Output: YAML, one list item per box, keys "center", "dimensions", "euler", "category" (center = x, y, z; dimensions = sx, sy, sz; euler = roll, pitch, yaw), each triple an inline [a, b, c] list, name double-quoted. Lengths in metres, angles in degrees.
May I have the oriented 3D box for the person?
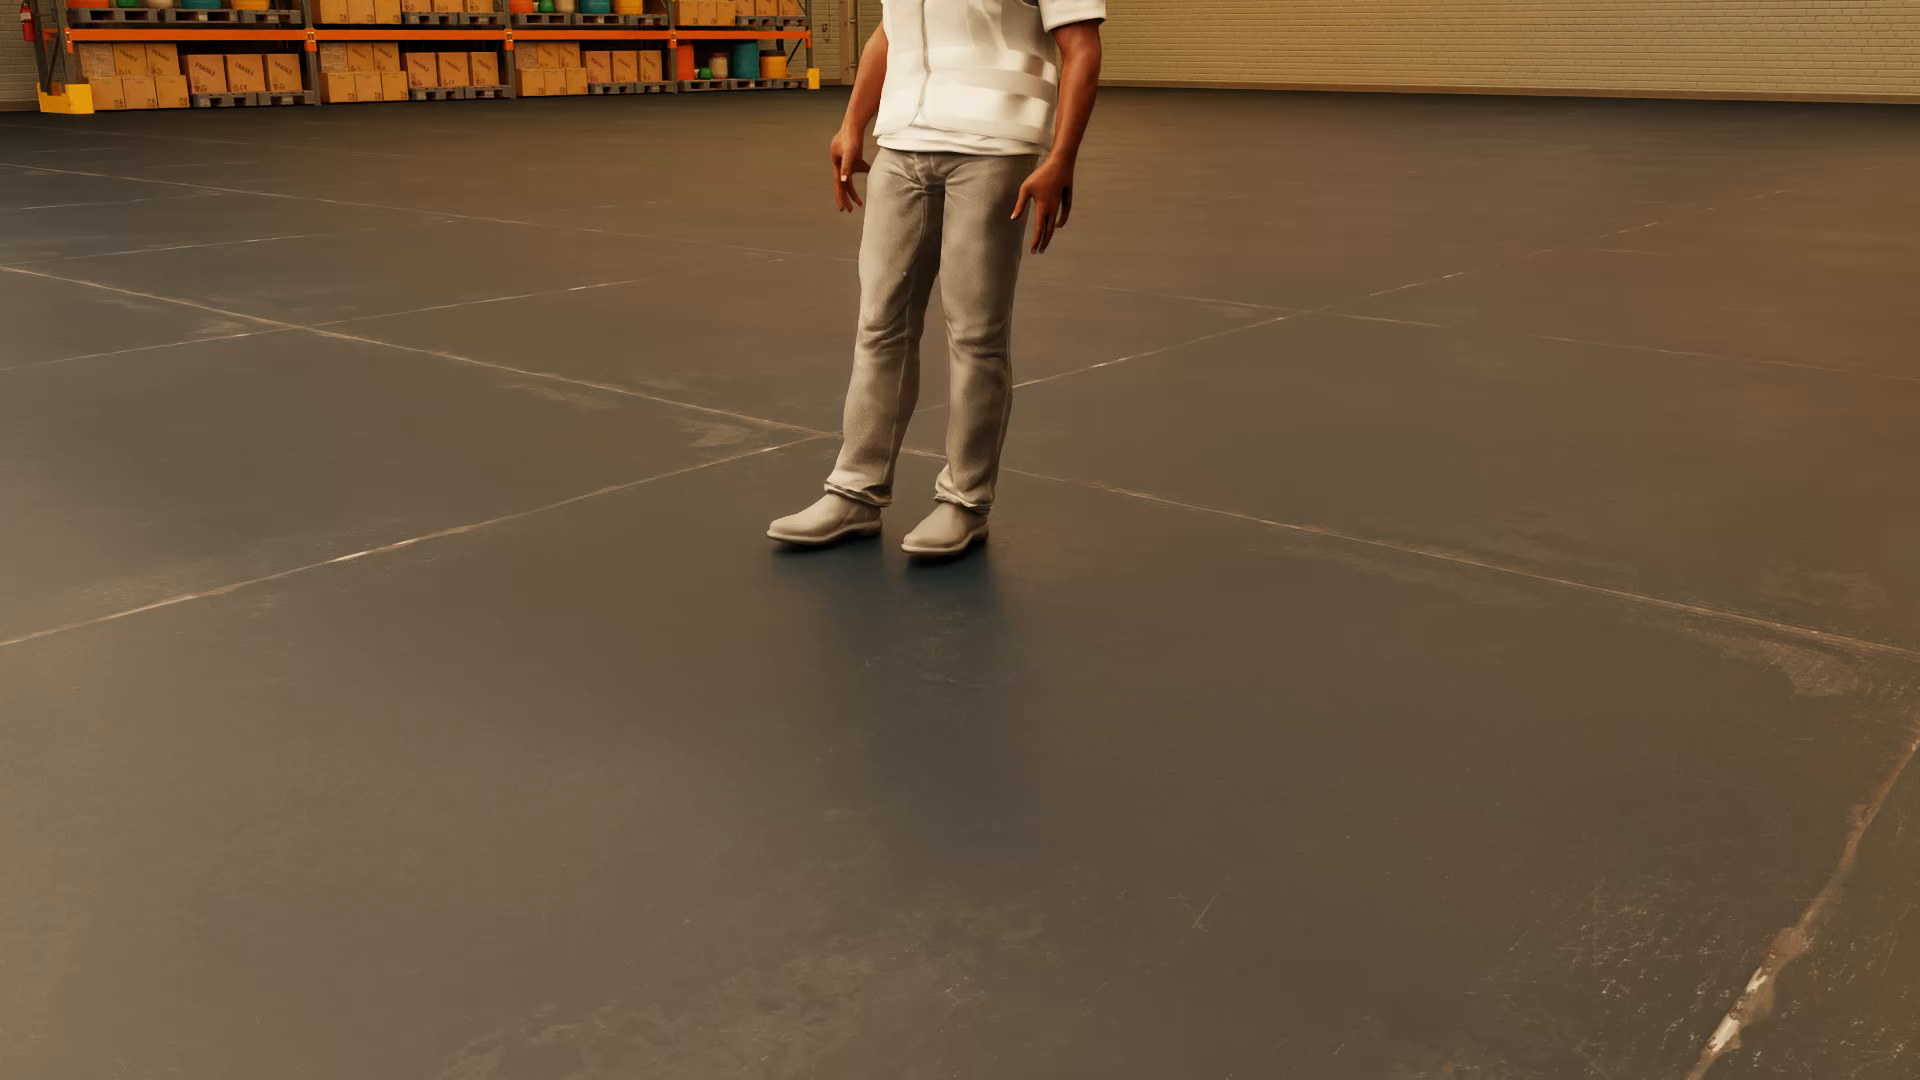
- center: [-0.049, -0.838, 3.636]
  dimensions: [0.665, 1.765, 0.577]
  euler: [13, 21, 37]
  category: "person"
